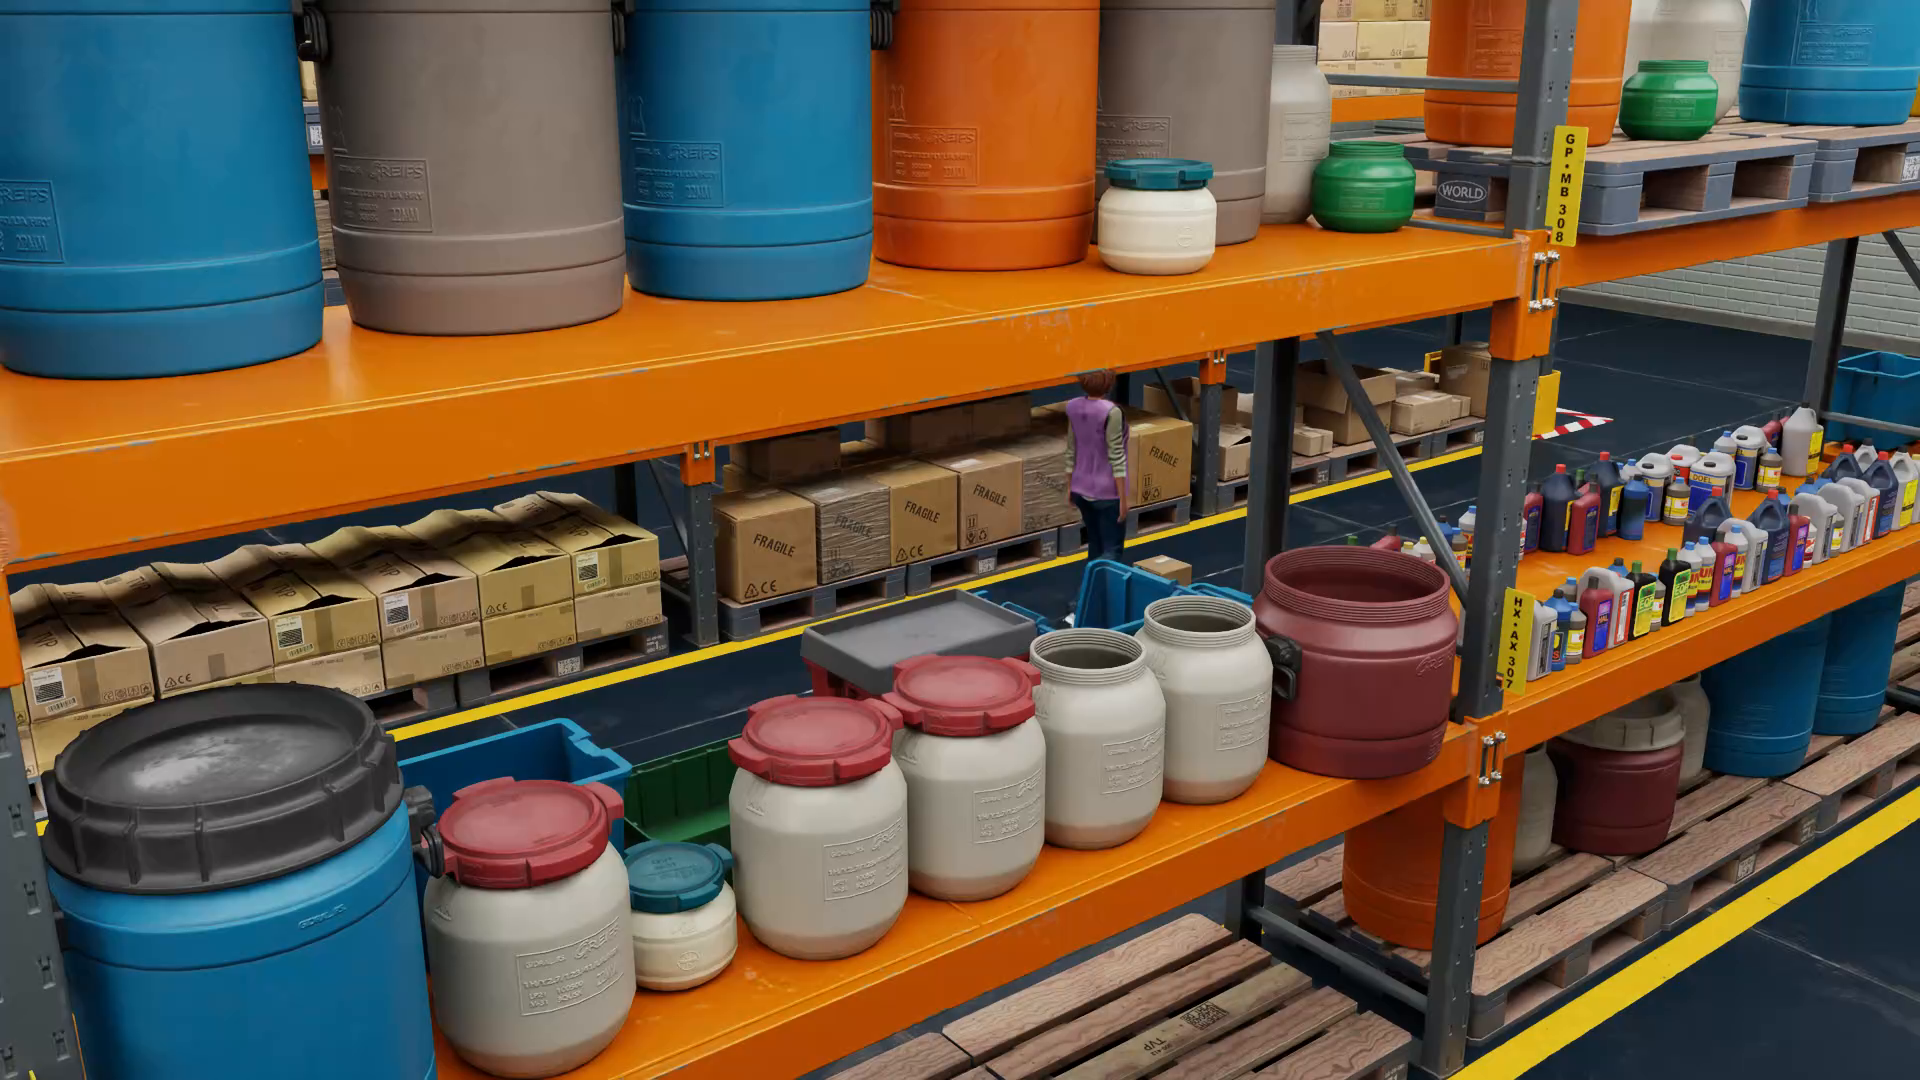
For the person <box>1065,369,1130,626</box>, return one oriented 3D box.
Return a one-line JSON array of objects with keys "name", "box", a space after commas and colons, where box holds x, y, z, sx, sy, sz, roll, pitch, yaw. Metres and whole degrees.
[{"name": "person", "box": [0.788, -0.261, 9.342, 0.671, 1.582, 0.430, -15, 23, -39]}]
